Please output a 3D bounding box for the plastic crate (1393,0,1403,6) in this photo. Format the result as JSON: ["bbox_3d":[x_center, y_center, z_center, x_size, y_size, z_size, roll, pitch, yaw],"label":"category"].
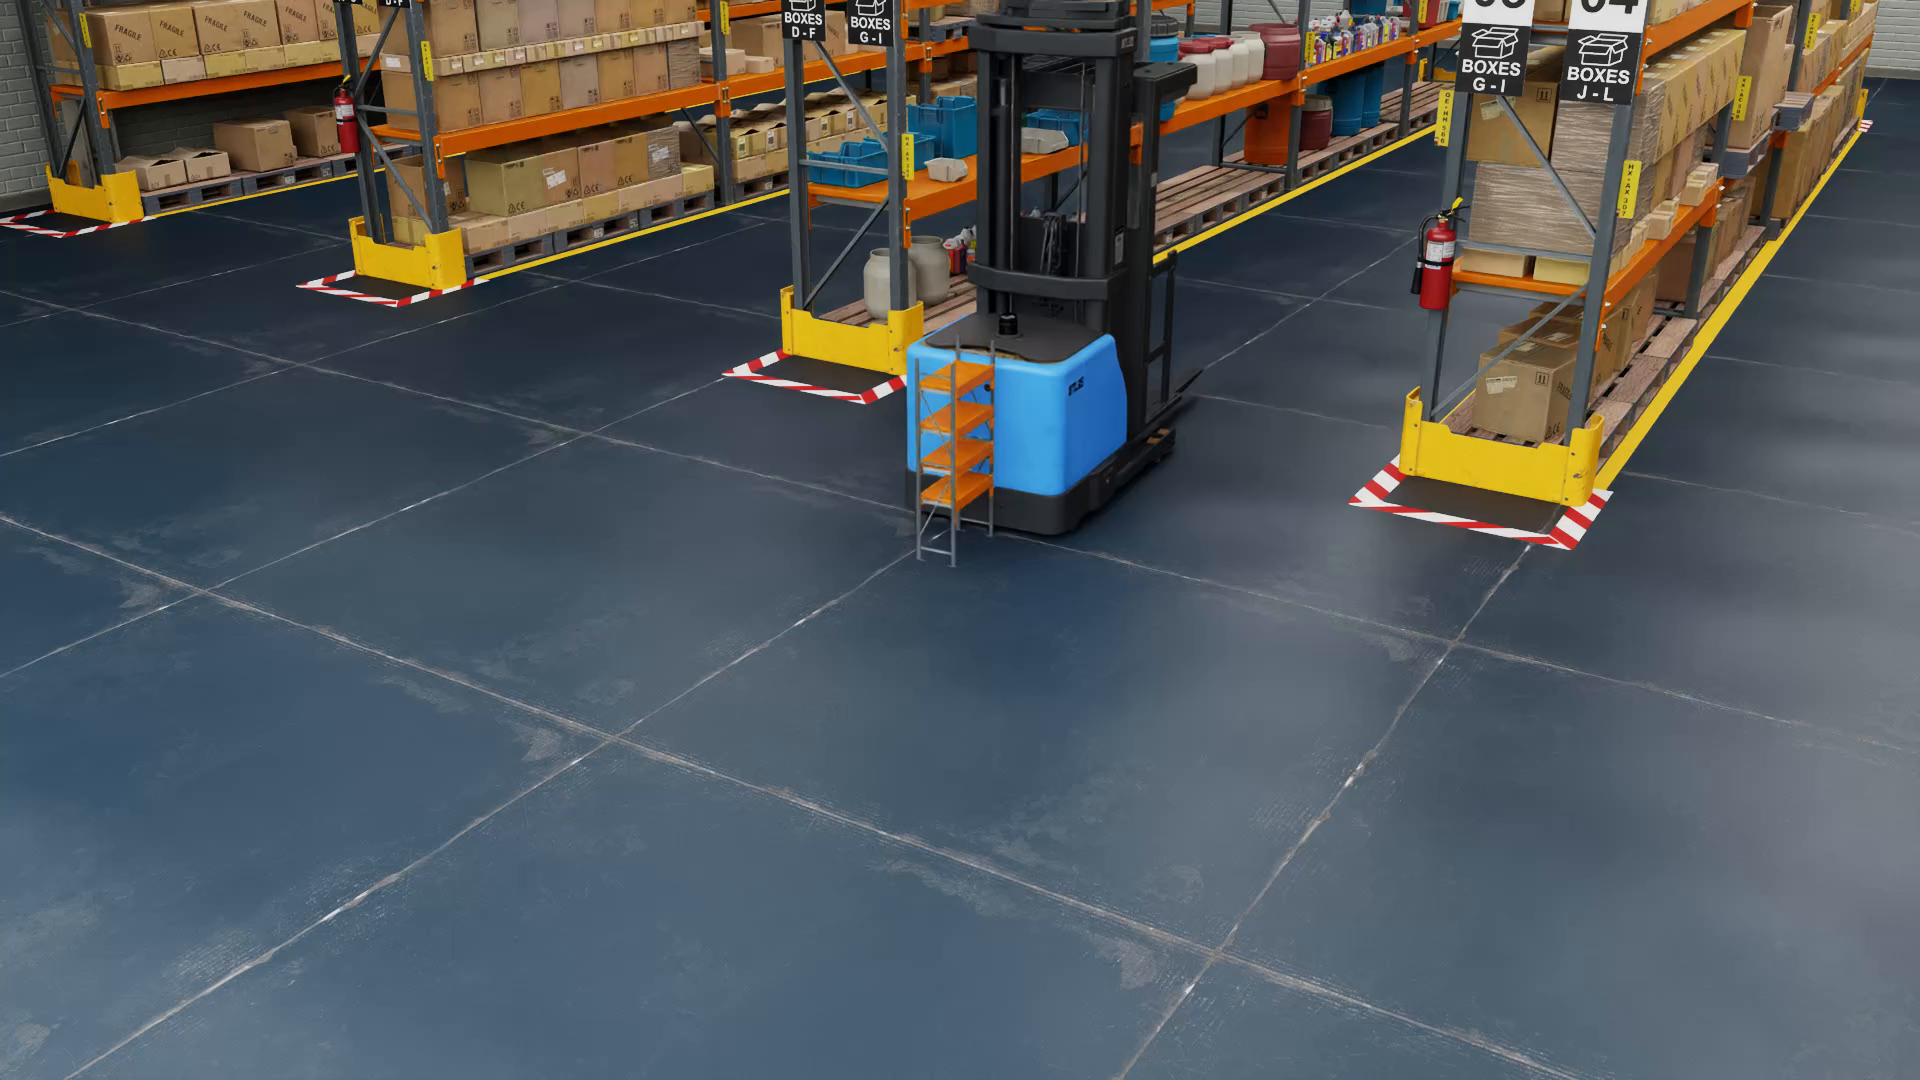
[{"bbox_3d":[6.335,-7.554,23.559,0.416,0.233,0.300,14,27,29],"label":"plastic crate"}]

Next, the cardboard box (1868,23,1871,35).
[{"bbox_3d":[11.628,-6.648,21.646,0.380,0.149,0.250,14,27,29],"label":"cardboard box"}]

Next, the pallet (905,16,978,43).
[{"bbox_3d":[-0.531,-6.658,21.595,1.213,0.211,1.003,14,27,29],"label":"pallet"}]

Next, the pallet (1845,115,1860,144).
[{"bbox_3d":[11.450,-5.559,22.326,1.003,0.211,1.213,14,27,29],"label":"pallet"}]

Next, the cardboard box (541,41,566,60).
[{"bbox_3d":[-3.981,-4.668,15.815,0.380,0.149,0.250,13,27,28],"label":"cardboard box"}]

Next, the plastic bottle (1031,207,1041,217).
[{"bbox_3d":[0.727,-3.047,15.894,0.097,0.271,0.097,0,23,0],"label":"plastic bottle"}]

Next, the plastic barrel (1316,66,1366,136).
[{"bbox_3d":[4.813,-5.624,21.078,0.600,0.901,0.708,14,27,29],"label":"plastic barrel"}]

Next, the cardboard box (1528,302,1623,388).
[{"bbox_3d":[4.342,-1.394,11.812,0.500,0.500,0.500,17,29,34],"label":"cardboard box"}]

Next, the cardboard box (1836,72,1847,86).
[{"bbox_3d":[10.112,-5.199,20.129,0.875,0.875,0.875,14,27,29],"label":"cardboard box"}]

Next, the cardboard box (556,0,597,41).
[{"bbox_3d":[-3.961,-5.134,16.075,0.700,0.500,0.500,14,27,29],"label":"cardboard box"}]

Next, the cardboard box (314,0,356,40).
[{"bbox_3d":[-7.394,-6.080,19.238,0.500,0.500,0.500,14,27,29],"label":"cardboard box"}]

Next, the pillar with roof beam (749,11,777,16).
[{"bbox_3d":[0.363,-11.158,24.197,9.100,9.000,0.400,14,27,29],"label":"pillar with roof beam"}]

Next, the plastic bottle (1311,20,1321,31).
[{"bbox_3d":[4.431,-6.367,20.839,0.152,0.276,0.135,14,27,29],"label":"plastic bottle"}]

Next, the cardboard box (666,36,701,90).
[{"bbox_3d":[-3.167,-5.047,17.507,0.700,0.500,0.500,13,27,28],"label":"cardboard box"}]

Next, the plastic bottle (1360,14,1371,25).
[{"bbox_3d":[5.061,-6.379,20.773,0.144,0.351,0.185,14,27,29],"label":"plastic bottle"}]

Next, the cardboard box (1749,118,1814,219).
[{"bbox_3d":[7.967,-3.871,17.063,1.225,0.875,0.875,12,26,27],"label":"cardboard box"}]

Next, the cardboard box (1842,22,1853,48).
[{"bbox_3d":[10.166,-5.947,19.525,0.500,0.250,0.500,13,27,28],"label":"cardboard box"}]

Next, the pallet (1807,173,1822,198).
[{"bbox_3d":[9.352,-4.219,19.231,1.003,0.211,1.213,14,27,29],"label":"pallet"}]

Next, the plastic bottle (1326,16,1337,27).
[{"bbox_3d":[4.727,-6.556,21.275,0.152,0.276,0.135,14,27,29],"label":"plastic bottle"}]

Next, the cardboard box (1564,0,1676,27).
[{"bbox_3d":[3.839,-3.141,9.643,0.500,0.250,0.500,15,27,30],"label":"cardboard box"}]

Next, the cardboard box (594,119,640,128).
[{"bbox_3d":[-3.706,-4.166,17.586,0.500,0.500,0.500,14,27,29],"label":"cardboard box"}]

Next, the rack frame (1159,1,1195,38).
[{"bbox_3d":[3.391,-9.202,27.232,1.000,3.000,0.127,14,27,29],"label":"rack frame"}]

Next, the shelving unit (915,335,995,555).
[{"bbox_3d":[-0.023,-0.501,9.396,0.258,1.200,0.499,11,26,25],"label":"shelving unit"}]

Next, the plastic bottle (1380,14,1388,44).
[{"bbox_3d":[5.281,-6.412,20.847,0.144,0.351,0.185,14,27,29],"label":"plastic bottle"}]

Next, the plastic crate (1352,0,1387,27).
[{"bbox_3d":[5.444,-7.062,22.233,0.392,0.384,0.575,14,27,29],"label":"plastic crate"}]

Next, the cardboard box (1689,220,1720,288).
[{"bbox_3d":[6.085,-2.490,14.318,0.700,0.500,0.500,14,27,29],"label":"cardboard box"}]

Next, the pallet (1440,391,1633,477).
[{"bbox_3d":[3.864,-0.738,11.189,1.003,0.211,1.213,14,27,29],"label":"pallet"}]

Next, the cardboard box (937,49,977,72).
[{"bbox_3d":[0.028,-6.632,22.943,0.500,0.250,0.500,13,27,28],"label":"cardboard box"}]

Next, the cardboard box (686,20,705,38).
[{"bbox_3d":[-2.900,-5.359,17.411,0.380,0.149,0.250,14,27,29],"label":"cardboard box"}]

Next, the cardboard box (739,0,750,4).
[{"bbox_3d":[-3.430,-8.272,25.372,0.380,0.149,0.250,14,27,29],"label":"cardboard box"}]

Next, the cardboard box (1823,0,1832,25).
[{"bbox_3d":[9.366,-6.064,18.594,0.797,0.503,0.637,13,27,28],"label":"cardboard box"}]

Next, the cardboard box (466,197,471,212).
[{"bbox_3d":[-4.763,-3.147,16.177,0.500,0.250,0.500,14,27,29],"label":"cardboard box"}]

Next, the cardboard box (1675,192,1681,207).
[{"bbox_3d":[4.910,-2.414,11.867,0.380,0.149,0.250,14,27,29],"label":"cardboard box"}]

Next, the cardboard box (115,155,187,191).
[{"bbox_3d":[-8.817,-4.022,18.095,0.500,0.311,0.500,11,26,23],"label":"cardboard box"}]

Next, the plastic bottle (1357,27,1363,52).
[{"bbox_3d":[4.819,-6.054,20.106,0.061,0.283,0.133,14,27,29],"label":"plastic bottle"}]

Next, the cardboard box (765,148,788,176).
[{"bbox_3d":[-2.244,-4.340,18.931,0.500,0.250,0.500,15,27,30],"label":"cardboard box"}]

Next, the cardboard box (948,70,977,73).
[{"bbox_3d":[0.010,-6.275,23.062,0.500,0.500,0.500,13,26,27],"label":"cardboard box"}]

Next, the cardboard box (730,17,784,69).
[{"bbox_3d":[-2.242,-5.632,18.858,0.500,0.500,0.500,16,28,33],"label":"cardboard box"}]

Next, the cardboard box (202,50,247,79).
[{"bbox_3d":[-8.196,-5.227,18.211,0.500,0.250,0.500,13,27,28],"label":"cardboard box"}]

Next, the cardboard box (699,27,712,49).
[{"bbox_3d":[-4.072,-7.260,24.923,0.750,0.750,0.750,14,27,29],"label":"cardboard box"}]

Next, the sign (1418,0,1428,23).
[{"bbox_3d":[5.954,-6.824,21.390,0.100,0.325,0.005,14,27,29],"label":"sign"}]

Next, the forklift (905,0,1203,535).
[{"bbox_3d":[9.680,-1.046,8.476,18.991,2.935,7.136,11,26,25],"label":"forklift"}]

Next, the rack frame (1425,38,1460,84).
[{"bbox_3d":[7.598,-8.163,24.831,1.000,3.000,0.127,14,27,29],"label":"rack frame"}]

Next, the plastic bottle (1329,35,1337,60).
[{"bbox_3d":[4.356,-5.758,19.421,0.061,0.283,0.133,14,27,29],"label":"plastic bottle"}]

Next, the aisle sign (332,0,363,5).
[{"bbox_3d":[-5.333,-5.035,14.332,0.394,0.787,0.004,14,27,29],"label":"aisle sign"}]

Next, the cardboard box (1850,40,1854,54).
[{"bbox_3d":[10.548,-5.957,20.051,0.380,0.149,0.250,13,27,28],"label":"cardboard box"}]

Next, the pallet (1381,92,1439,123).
[{"bbox_3d":[6.485,-6.203,23.813,1.003,0.211,1.213,14,27,29],"label":"pallet"}]

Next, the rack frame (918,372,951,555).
[{"bbox_3d":[-0.134,-0.413,9.194,0.228,1.046,0.006,11,26,25],"label":"rack frame"}]

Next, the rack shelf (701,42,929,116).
[{"bbox_3d":[-1.884,-5.497,19.578,1.077,0.370,4.000,14,27,29],"label":"rack shelf"}]

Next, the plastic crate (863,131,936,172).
[{"bbox_3d":[-0.485,-3.144,13.425,0.499,0.251,0.408,14,27,29],"label":"plastic crate"}]

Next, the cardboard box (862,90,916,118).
[{"bbox_3d":[-0.896,-5.462,20.818,0.500,0.311,0.500,15,27,30],"label":"cardboard box"}]

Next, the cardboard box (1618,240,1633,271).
[{"bbox_3d":[4.011,-1.818,10.489,0.380,0.149,0.250,14,27,29],"label":"cardboard box"}]

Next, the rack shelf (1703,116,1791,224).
[{"bbox_3d":[6.530,-3.420,14.780,1.077,0.370,4.000,14,27,29],"label":"rack shelf"}]

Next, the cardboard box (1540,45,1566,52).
[{"bbox_3d":[4.241,-3.109,11.397,0.500,0.500,0.500,14,27,29],"label":"cardboard box"}]

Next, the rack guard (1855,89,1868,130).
[{"bbox_3d":[11.818,-5.986,22.949,1.175,0.500,0.348,14,27,29],"label":"rack guard"}]

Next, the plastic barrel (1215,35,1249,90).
[{"bbox_3d":[2.794,-4.980,17.338,0.421,0.512,0.421,0,23,0],"label":"plastic barrel"}]

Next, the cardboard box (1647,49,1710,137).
[{"bbox_3d":[4.678,-3.001,11.148,0.500,0.500,0.500,14,27,29],"label":"cardboard box"}]
